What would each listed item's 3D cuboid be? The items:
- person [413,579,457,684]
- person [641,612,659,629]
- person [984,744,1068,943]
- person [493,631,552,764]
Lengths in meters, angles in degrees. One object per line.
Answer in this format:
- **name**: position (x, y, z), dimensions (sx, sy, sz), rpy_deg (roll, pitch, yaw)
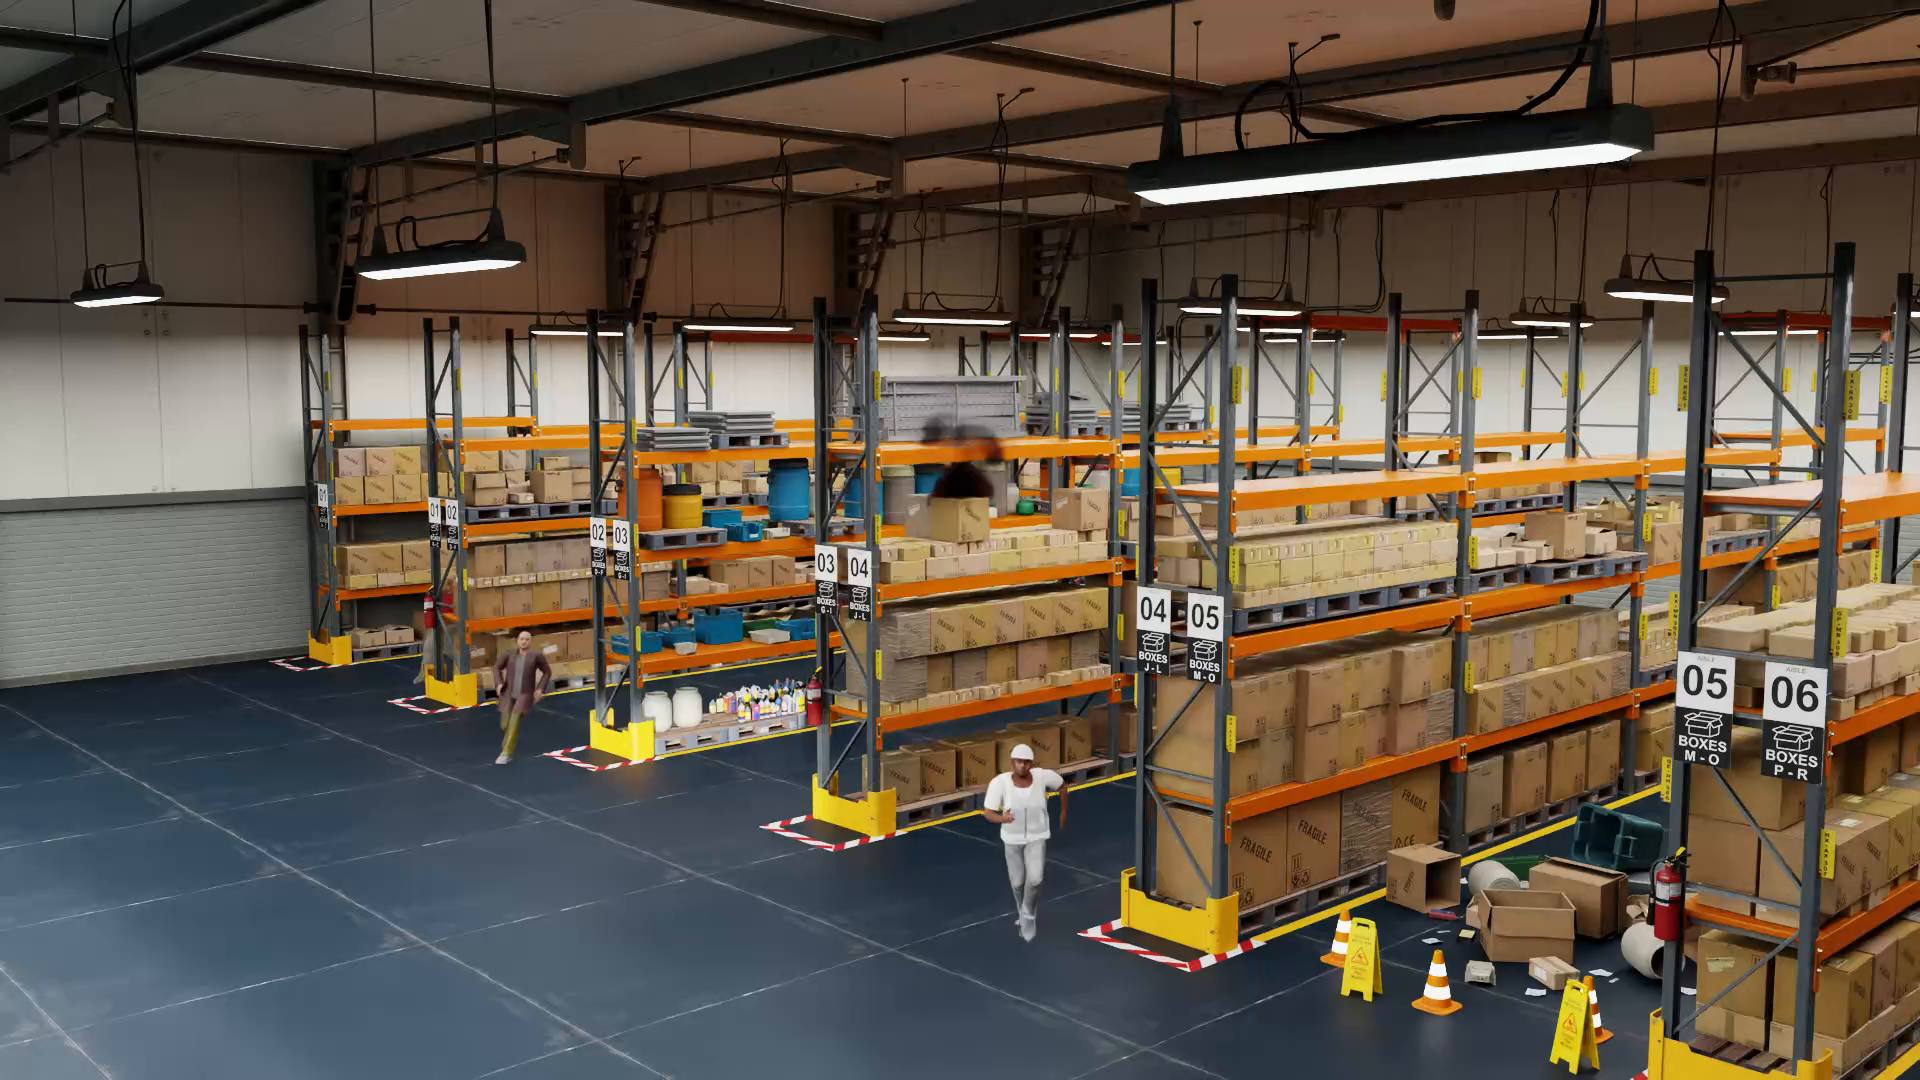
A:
- **person**: position (-8.607, 1.505, 27.815), dimensions (0.686, 1.732, 0.963), rpy_deg (4, 7, 33)
- **person**: position (-5.907, 1.176, 31.305), dimensions (0.585, 1.690, 0.705), rpy_deg (5, 8, 41)
- **person**: position (0.575, 2.613, 14.456), dimensions (0.733, 1.746, 0.802), rpy_deg (0, 6, 2)
- **person**: position (-5.855, 2.073, 22.186), dimensions (0.775, 1.714, 0.816), rpy_deg (0, 6, -2)
